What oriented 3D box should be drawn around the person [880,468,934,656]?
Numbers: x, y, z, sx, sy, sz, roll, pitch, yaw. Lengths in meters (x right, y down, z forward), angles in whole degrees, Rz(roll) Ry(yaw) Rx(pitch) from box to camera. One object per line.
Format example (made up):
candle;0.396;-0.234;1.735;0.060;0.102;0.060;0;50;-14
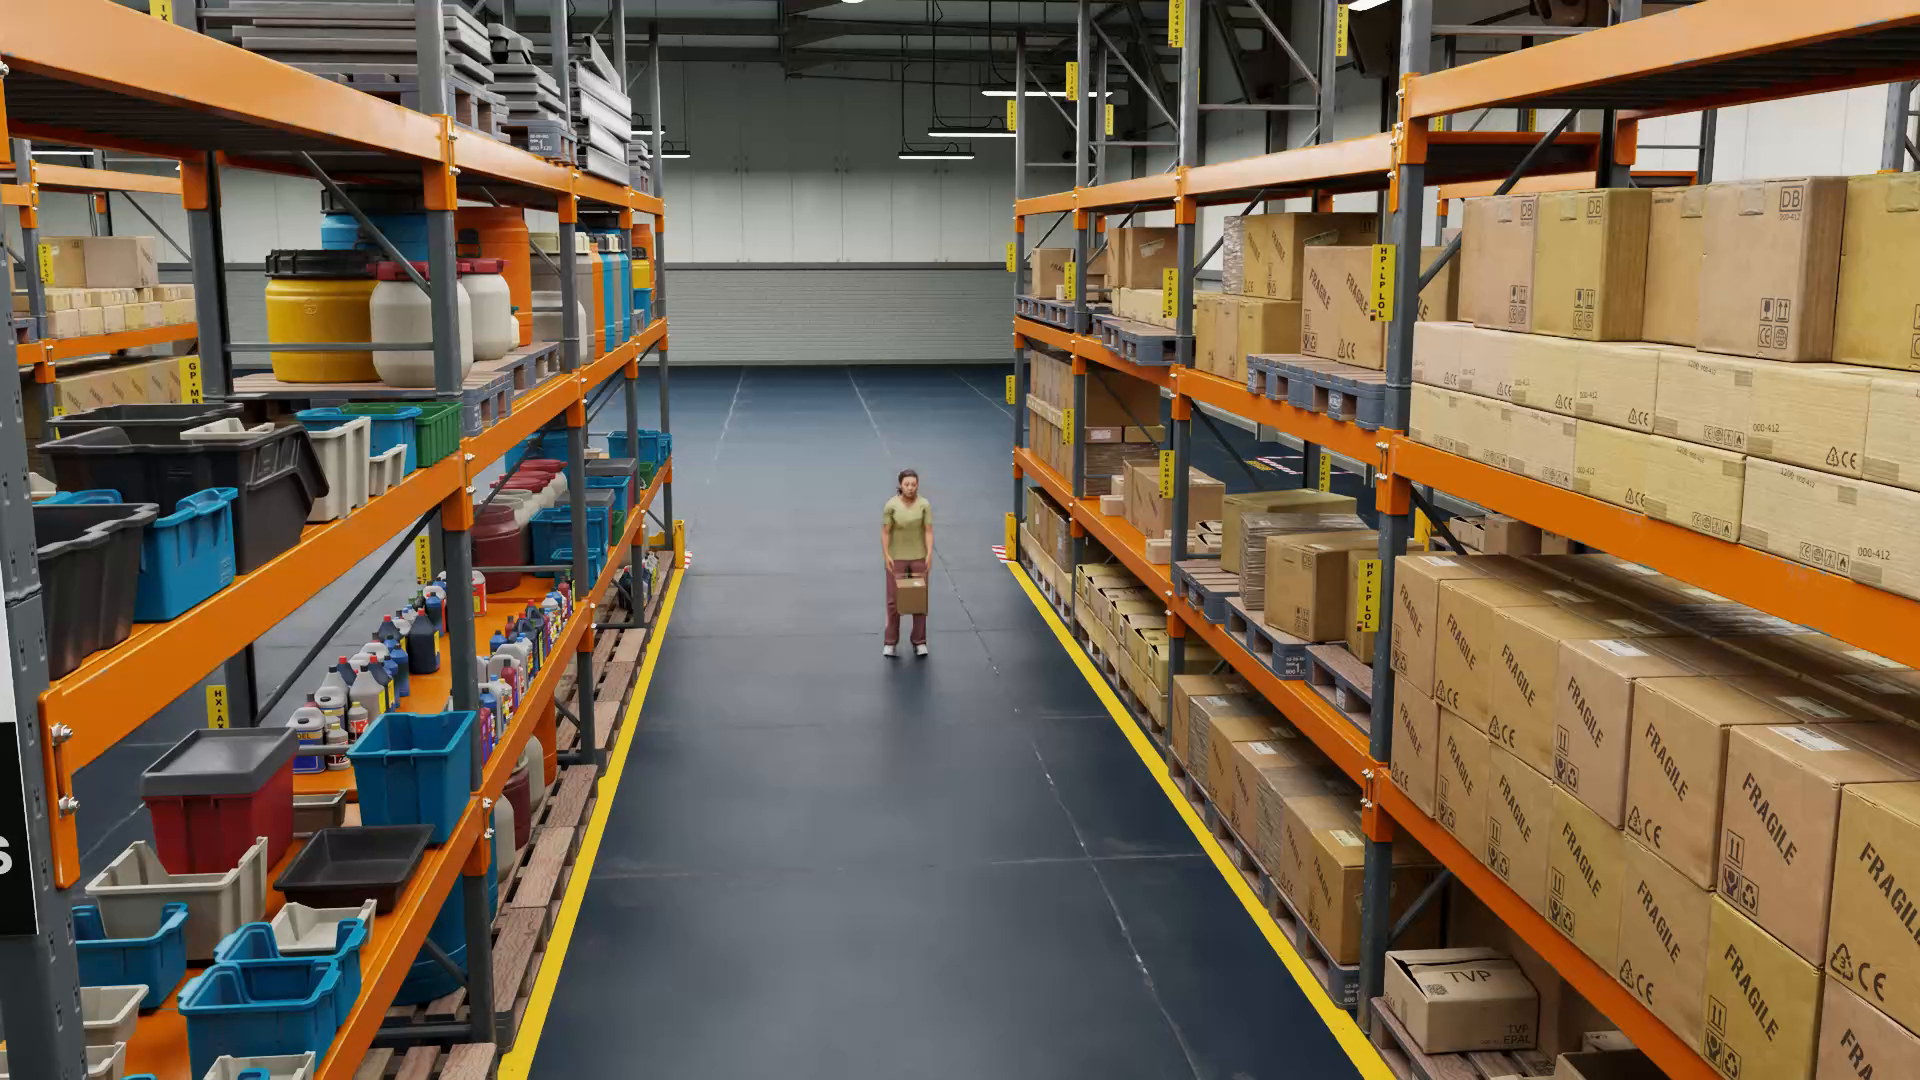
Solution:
person;-0.464;0.187;14.844;0.480;1.676;0.362;-1;10;-7
